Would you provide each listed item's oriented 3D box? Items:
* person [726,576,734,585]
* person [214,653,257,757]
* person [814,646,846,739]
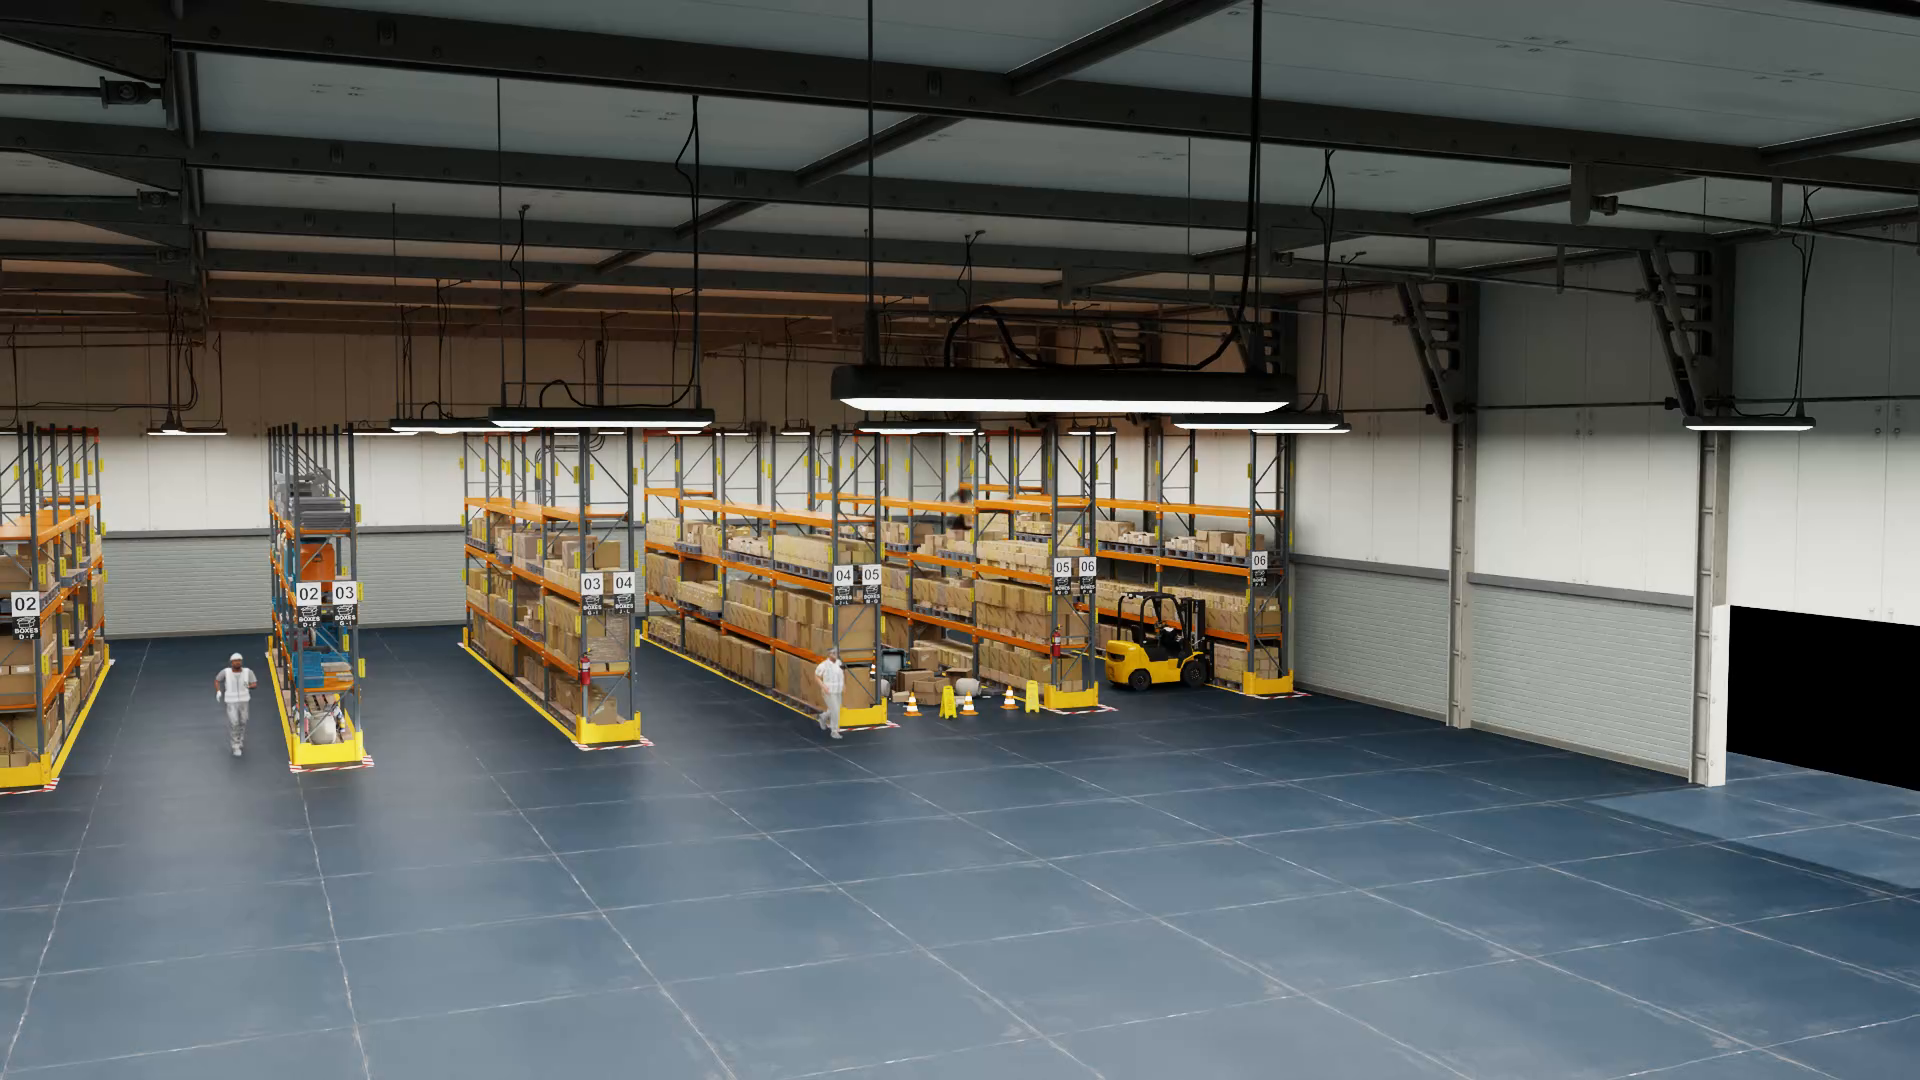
[{"bbox_3d":[-6.652,1.928,47.753,0.626,1.798,0.714,-3,4,-36],"label":"person"},{"bbox_3d":[-13.139,2.963,30.238,0.671,1.819,0.897,-3,4,-36],"label":"person"},{"bbox_3d":[-2.492,2.907,32.016,0.757,1.769,0.690,3,5,42],"label":"person"}]
